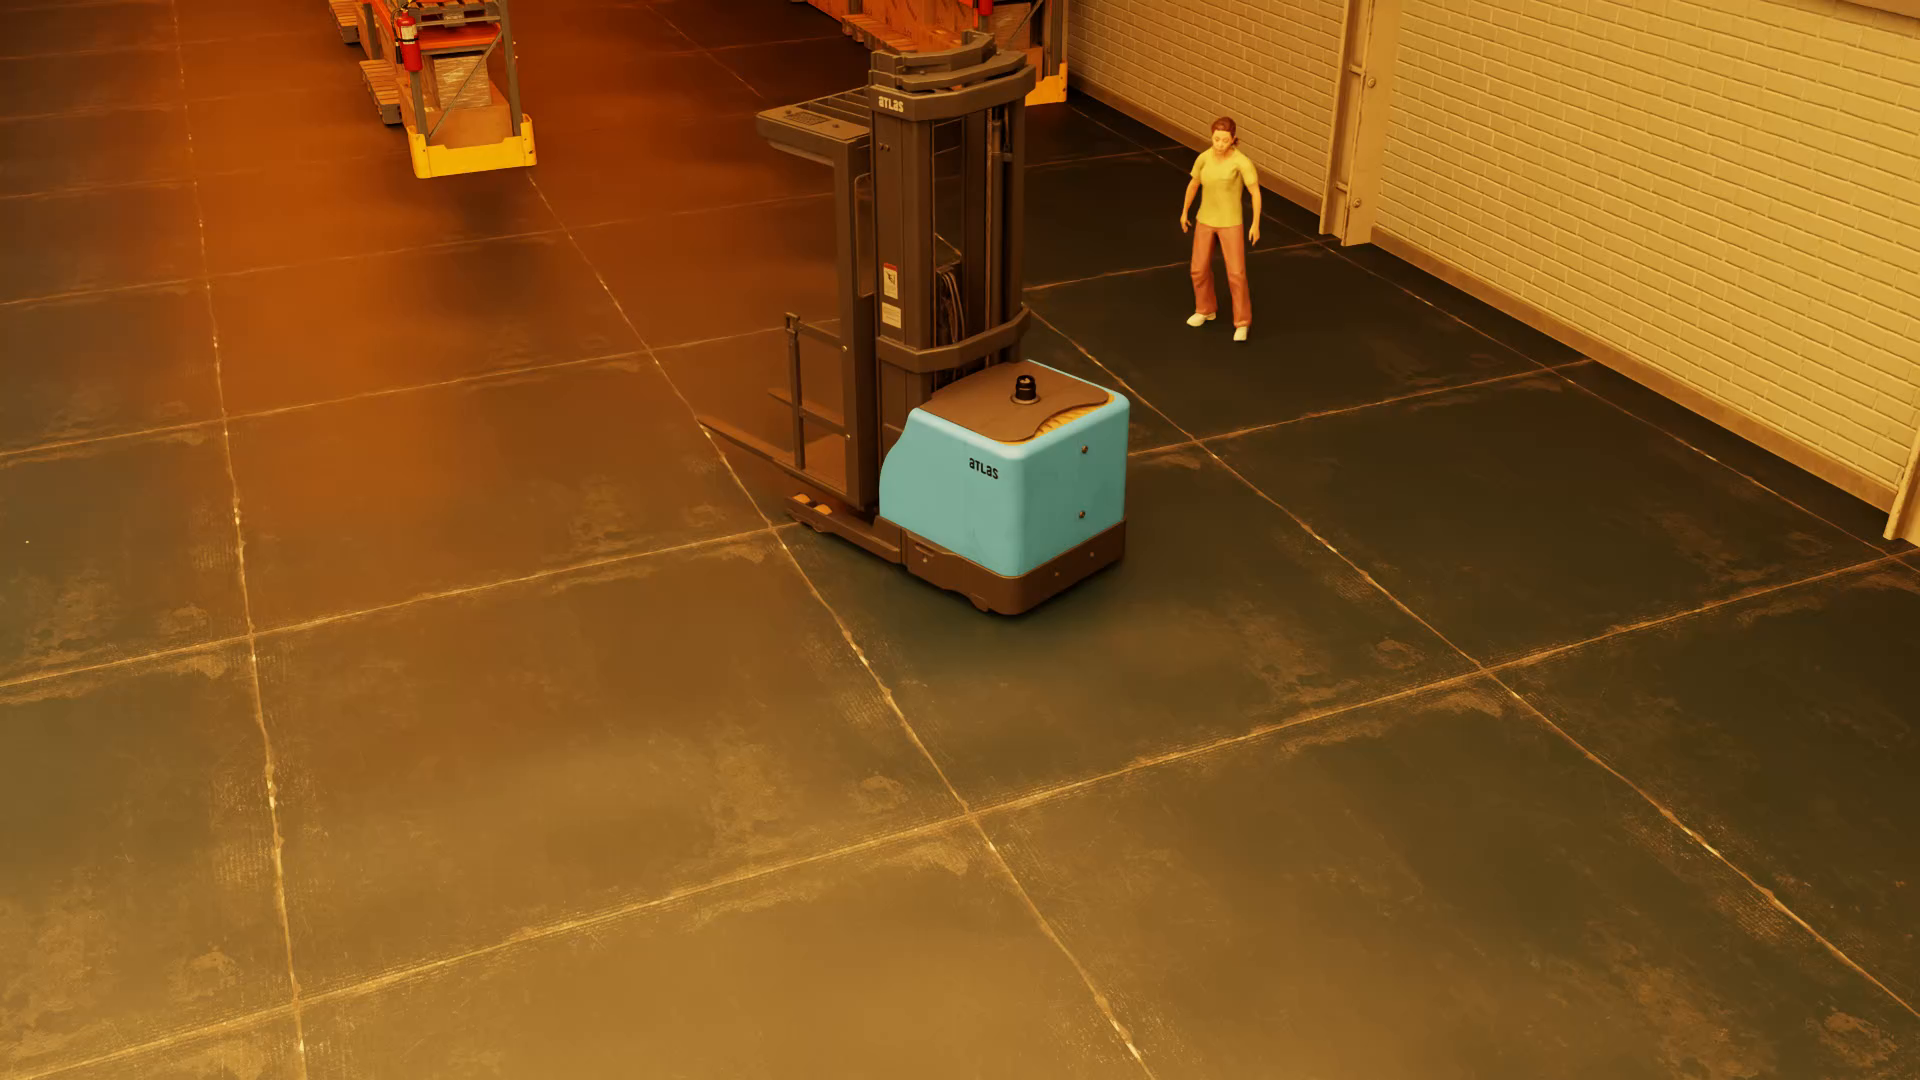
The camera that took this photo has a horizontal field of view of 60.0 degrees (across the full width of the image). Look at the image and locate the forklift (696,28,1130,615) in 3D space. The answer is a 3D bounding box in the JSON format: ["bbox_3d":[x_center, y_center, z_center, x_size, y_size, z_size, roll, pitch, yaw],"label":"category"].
[{"bbox_3d":[-0.436,-1.483,9.714,3.031,2.935,1.130,26,39,37],"label":"forklift"}]

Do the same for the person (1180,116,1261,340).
[{"bbox_3d":[1.963,-2.383,12.581,0.697,1.650,0.391,18,34,28],"label":"person"}]
